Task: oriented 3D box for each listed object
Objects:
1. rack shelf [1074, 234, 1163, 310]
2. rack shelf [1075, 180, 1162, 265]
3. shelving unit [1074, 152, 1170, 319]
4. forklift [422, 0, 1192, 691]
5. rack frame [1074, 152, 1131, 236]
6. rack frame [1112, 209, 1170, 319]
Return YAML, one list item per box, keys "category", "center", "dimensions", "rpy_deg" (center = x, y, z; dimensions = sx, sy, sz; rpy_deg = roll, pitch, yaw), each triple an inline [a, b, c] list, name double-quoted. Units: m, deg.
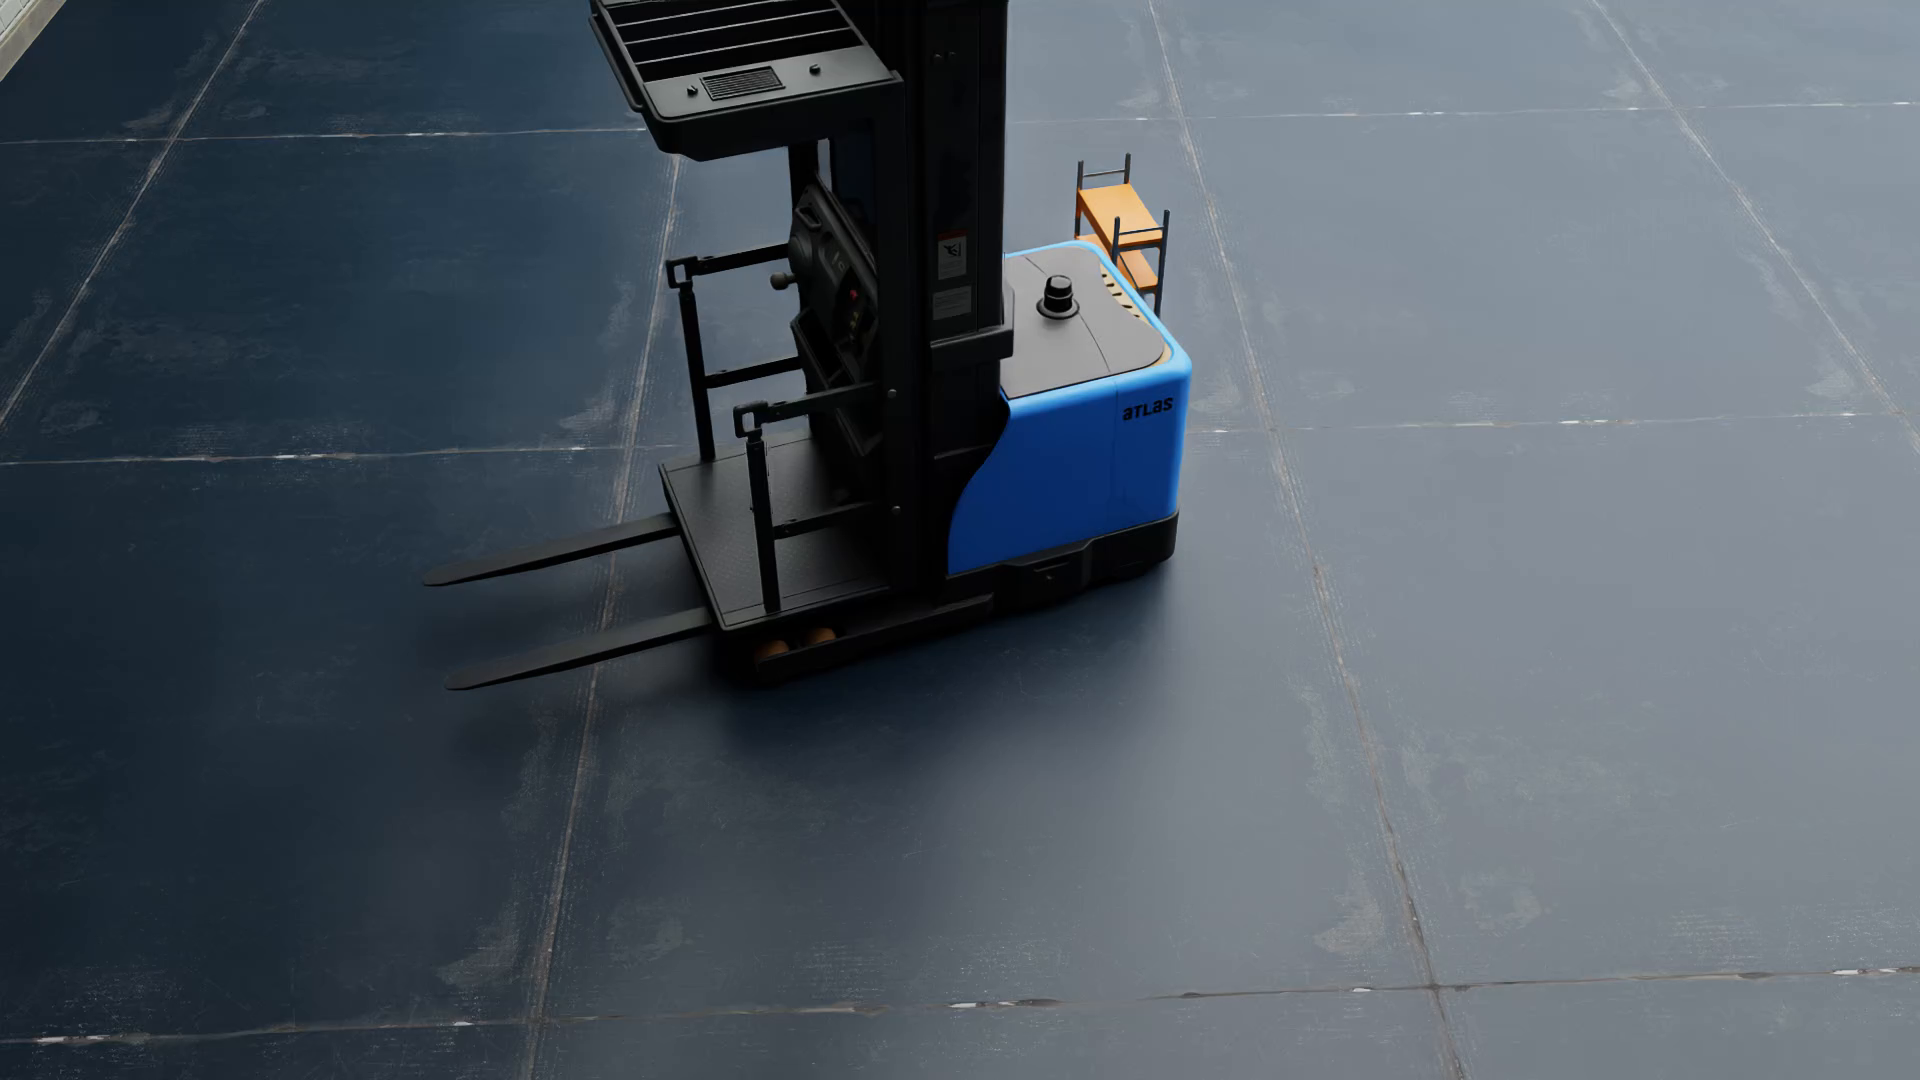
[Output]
- category: "rack shelf"
  center: [0.700, -1.199, 7.439]
  dimensions: [0.258, 0.148, 0.480]
  rpy_deg: [-10, 44, -11]
- category: "rack shelf"
  center: [0.700, -1.373, 7.279]
  dimensions: [0.258, 0.148, 0.480]
  rpy_deg: [-10, 44, -11]
- category: "shelving unit"
  center: [0.700, -1.084, 7.544]
  dimensions: [0.258, 1.200, 0.503]
  rpy_deg: [-10, 44, -11]
- category: "forklift"
  center: [-0.653, -0.924, 6.089]
  dimensions: [3.031, 2.935, 1.130]
  rpy_deg: [-14, 44, -15]
- category: "rack frame"
  center: [0.637, -1.243, 7.718]
  dimensions: [0.240, 1.200, 0.015]
  rpy_deg: [-10, 44, -11]
- category: "rack frame"
  center: [0.764, -0.925, 7.371]
  dimensions: [0.240, 1.200, 0.015]
  rpy_deg: [-10, 44, -11]
